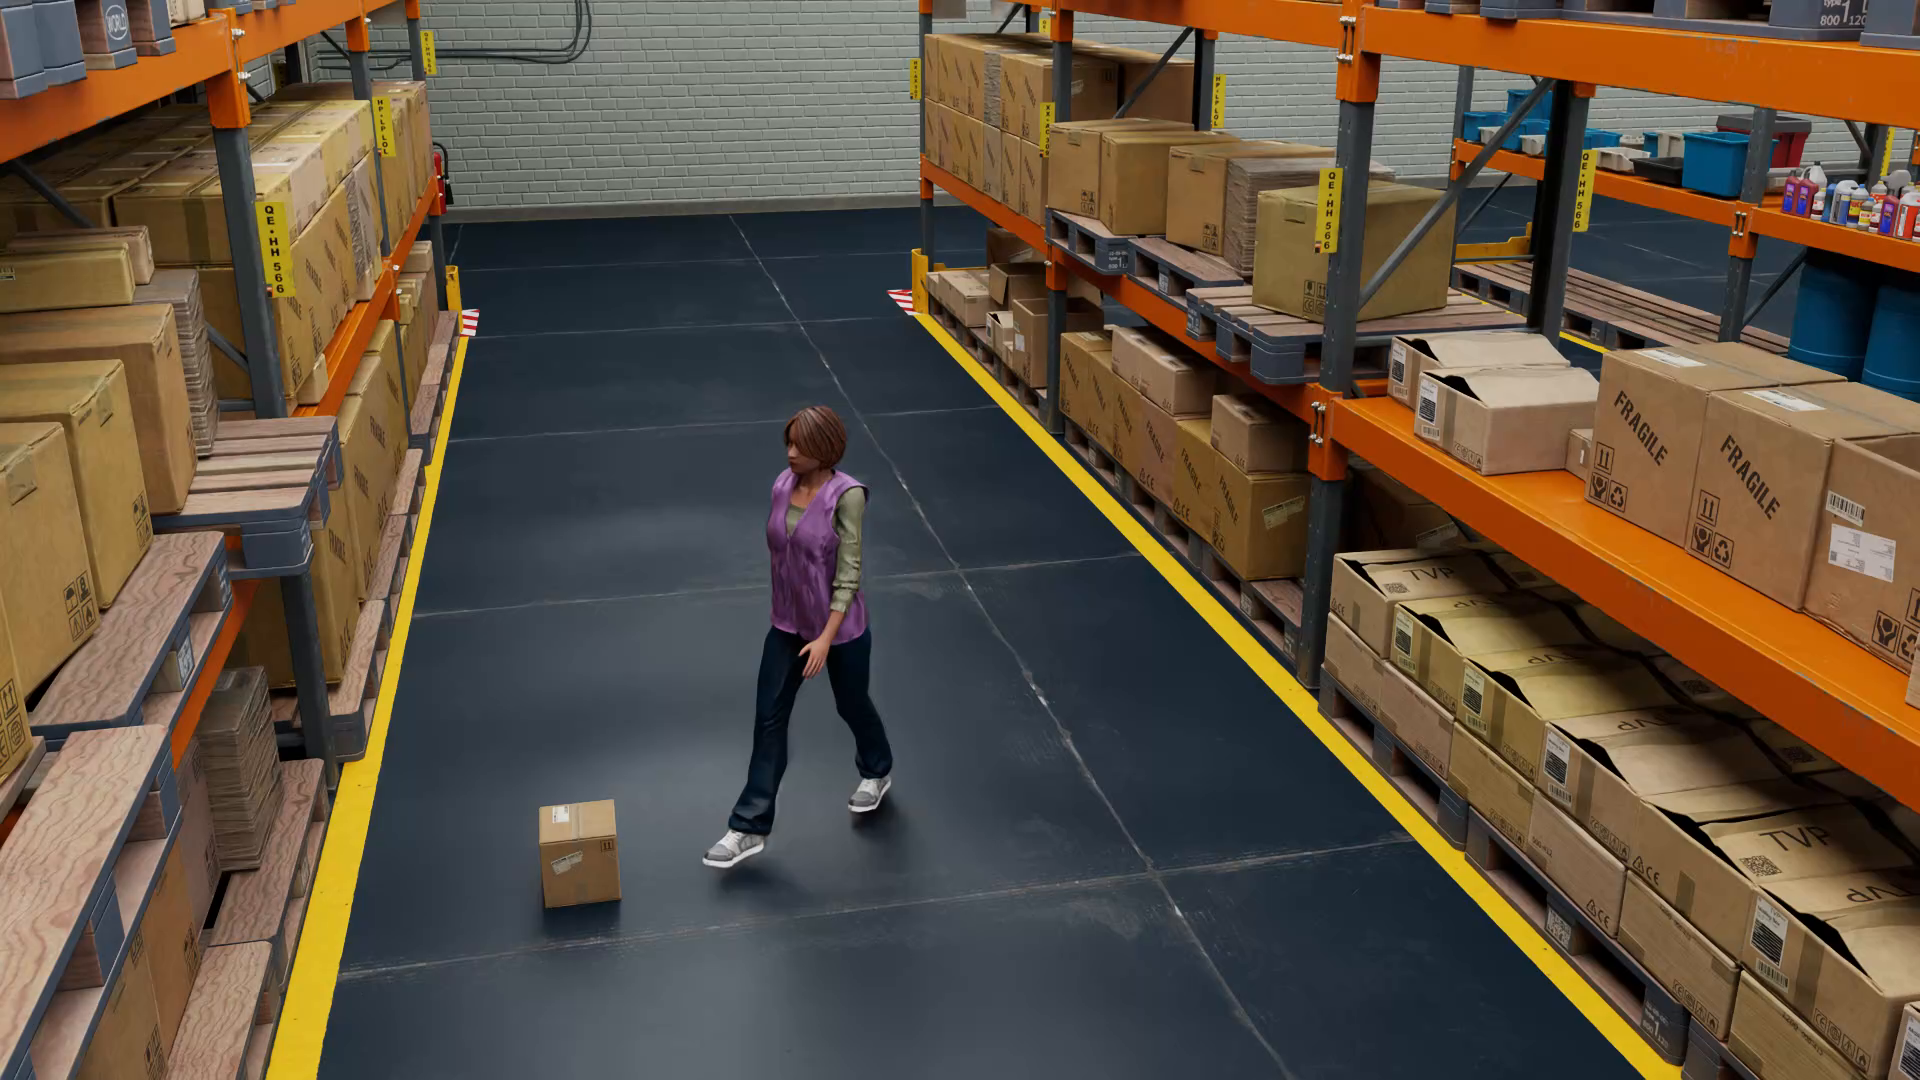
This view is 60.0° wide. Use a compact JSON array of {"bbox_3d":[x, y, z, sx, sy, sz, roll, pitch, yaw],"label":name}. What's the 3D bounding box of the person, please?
[{"bbox_3d":[-0.531,0.317,5.680,0.427,1.554,0.892,11,23,27],"label":"person"}]
